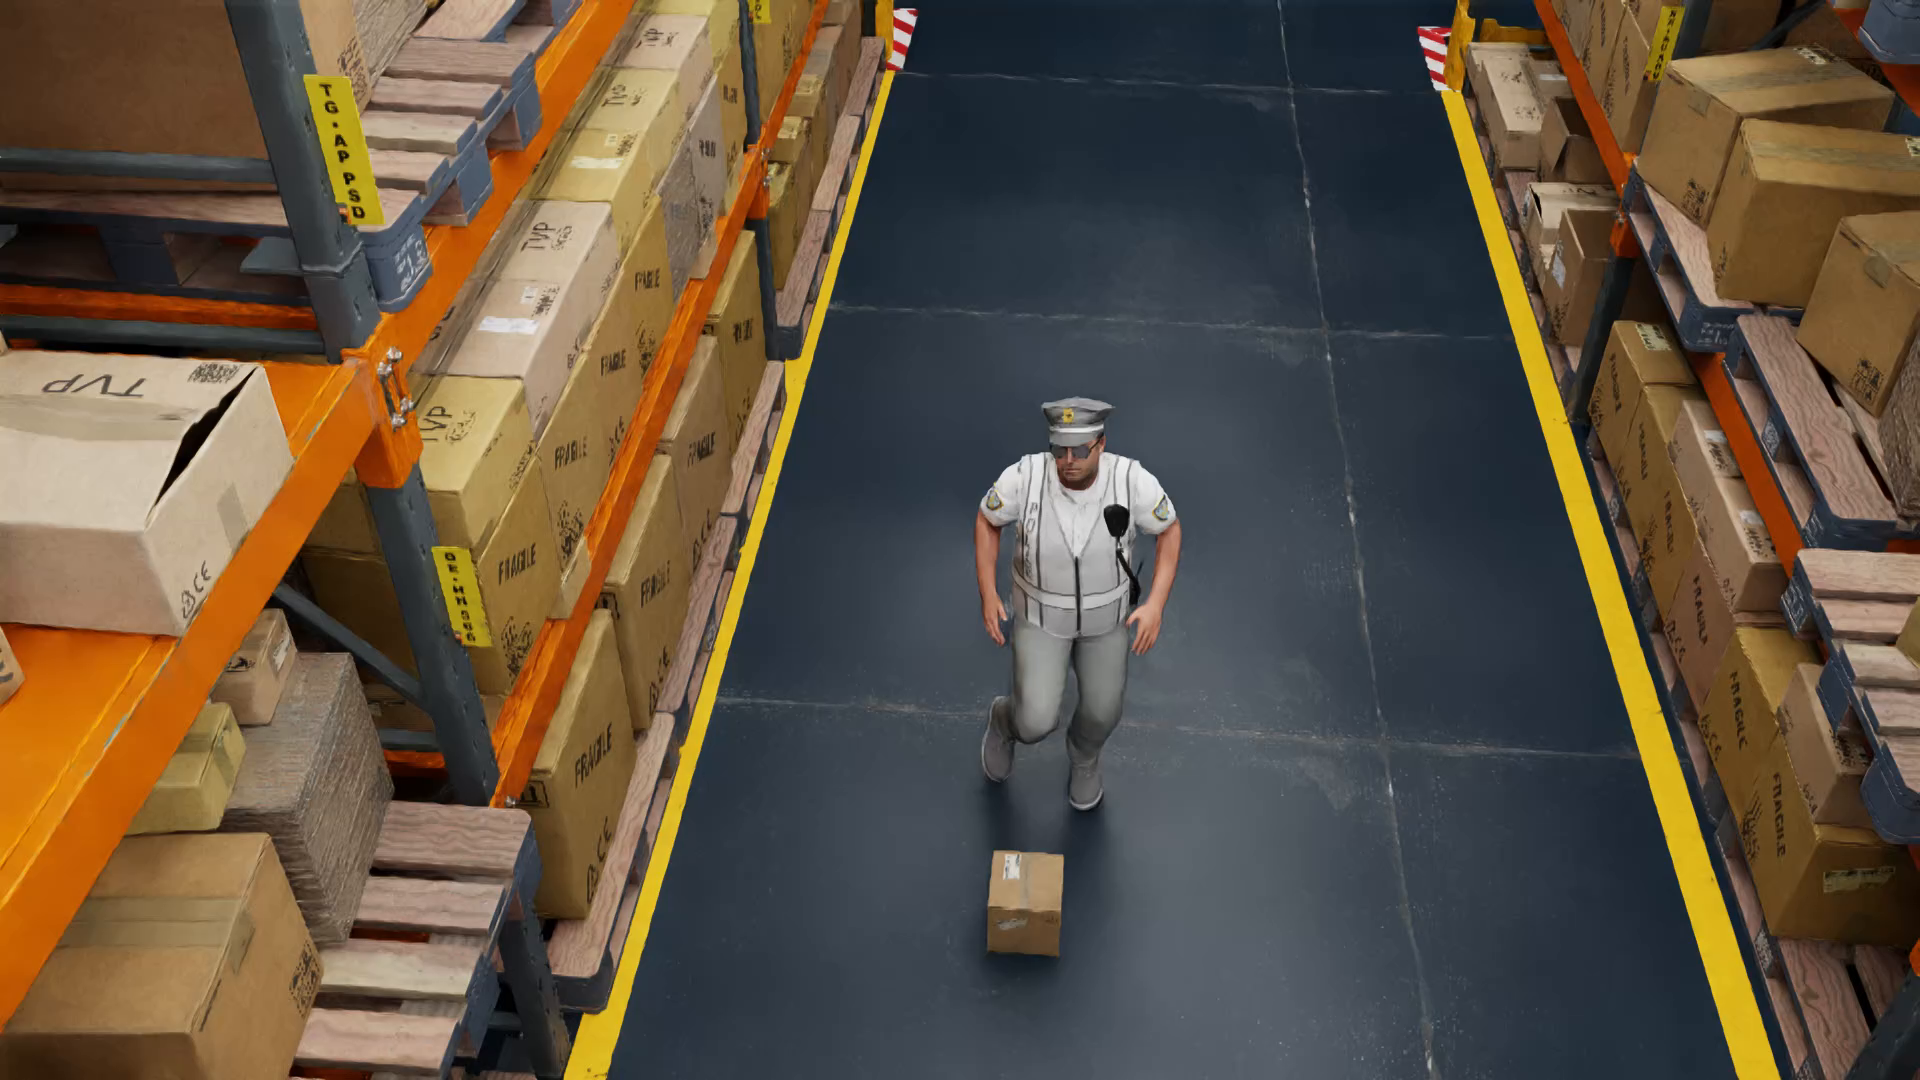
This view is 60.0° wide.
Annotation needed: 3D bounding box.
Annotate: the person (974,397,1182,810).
[{"bbox_3d":[0.418,0.243,5.869,0.711,1.753,0.488,-4,40,-5],"label":"person"}]
